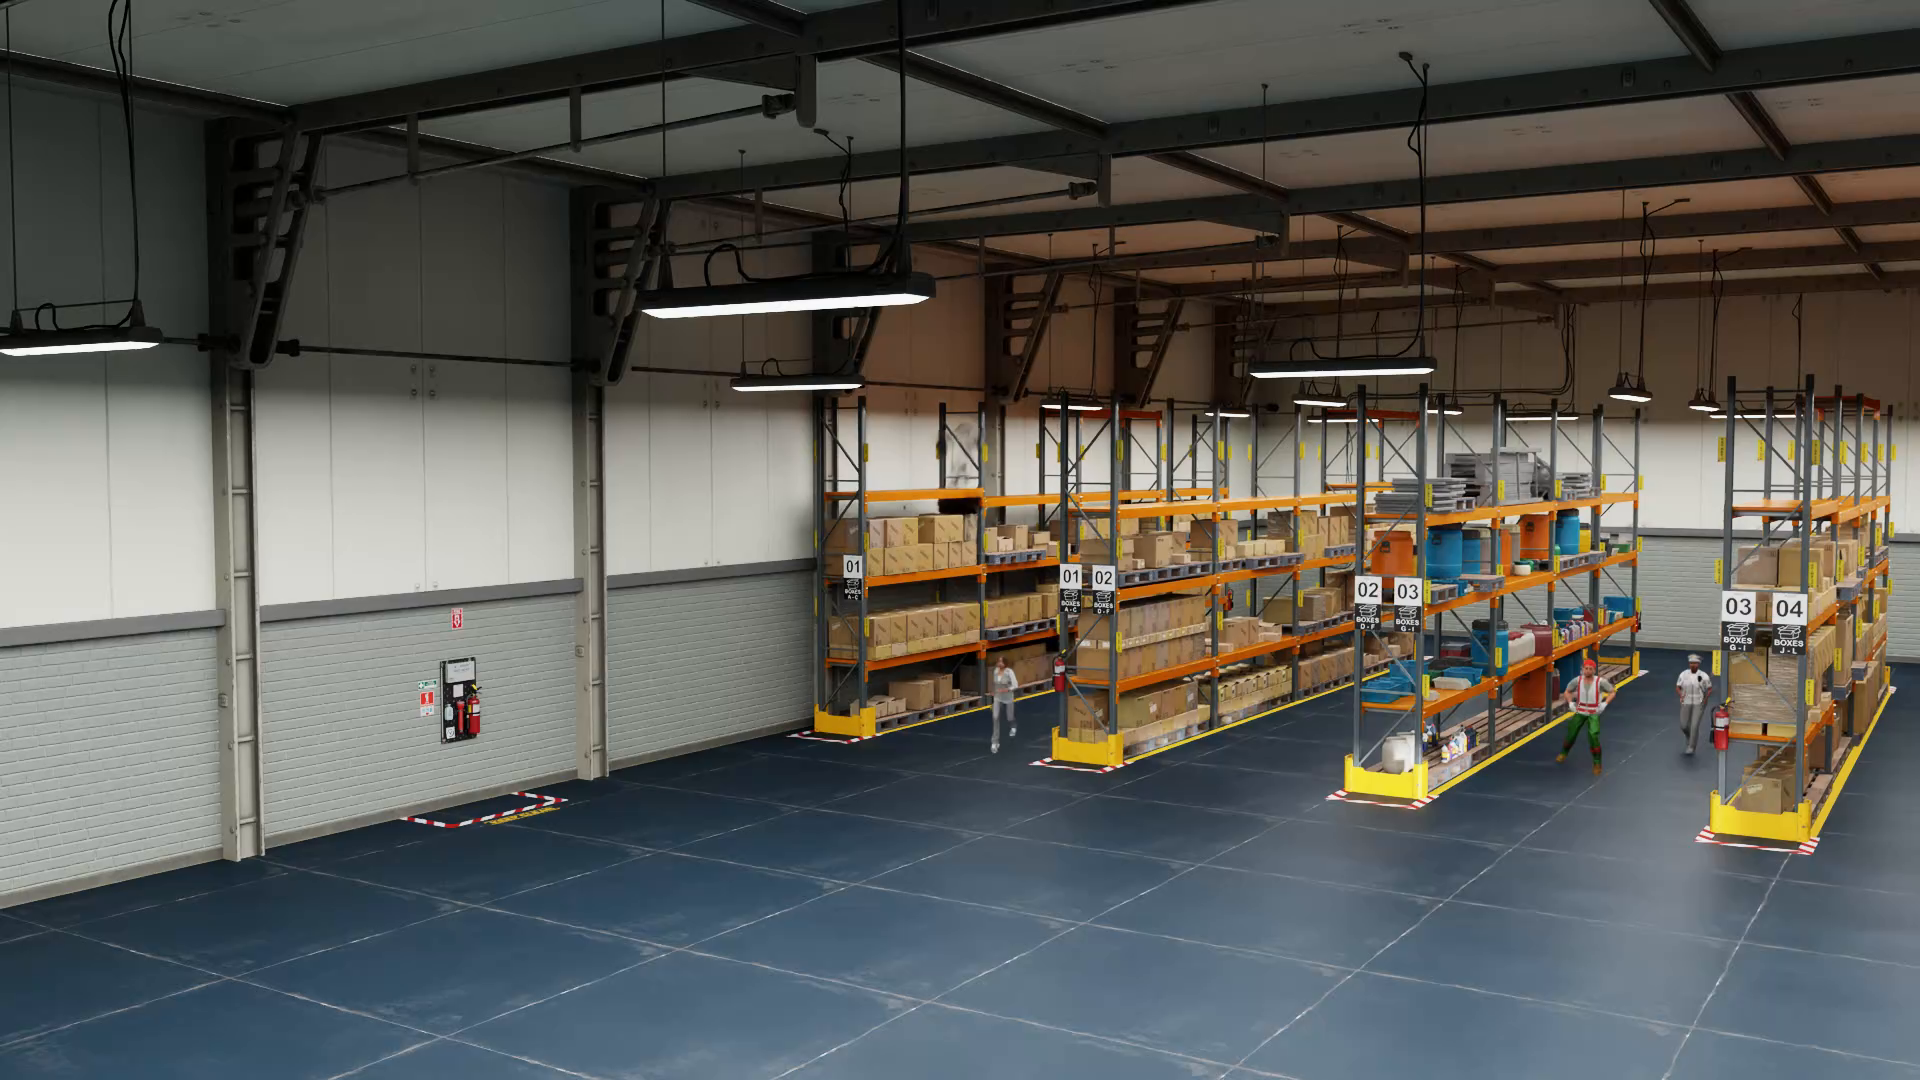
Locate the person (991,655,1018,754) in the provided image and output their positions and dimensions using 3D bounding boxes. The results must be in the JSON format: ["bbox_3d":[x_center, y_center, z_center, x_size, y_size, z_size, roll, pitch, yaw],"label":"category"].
[{"bbox_3d":[0.763,2.736,28.088,0.492,1.591,1.058,1,3,17],"label":"person"}]

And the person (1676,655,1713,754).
[{"bbox_3d":[12.221,2.720,27.691,0.563,1.655,0.588,2,3,30],"label":"person"}]

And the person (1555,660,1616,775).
[{"bbox_3d":[9.854,2.757,26.254,0.898,1.774,0.766,2,3,28],"label":"person"}]
